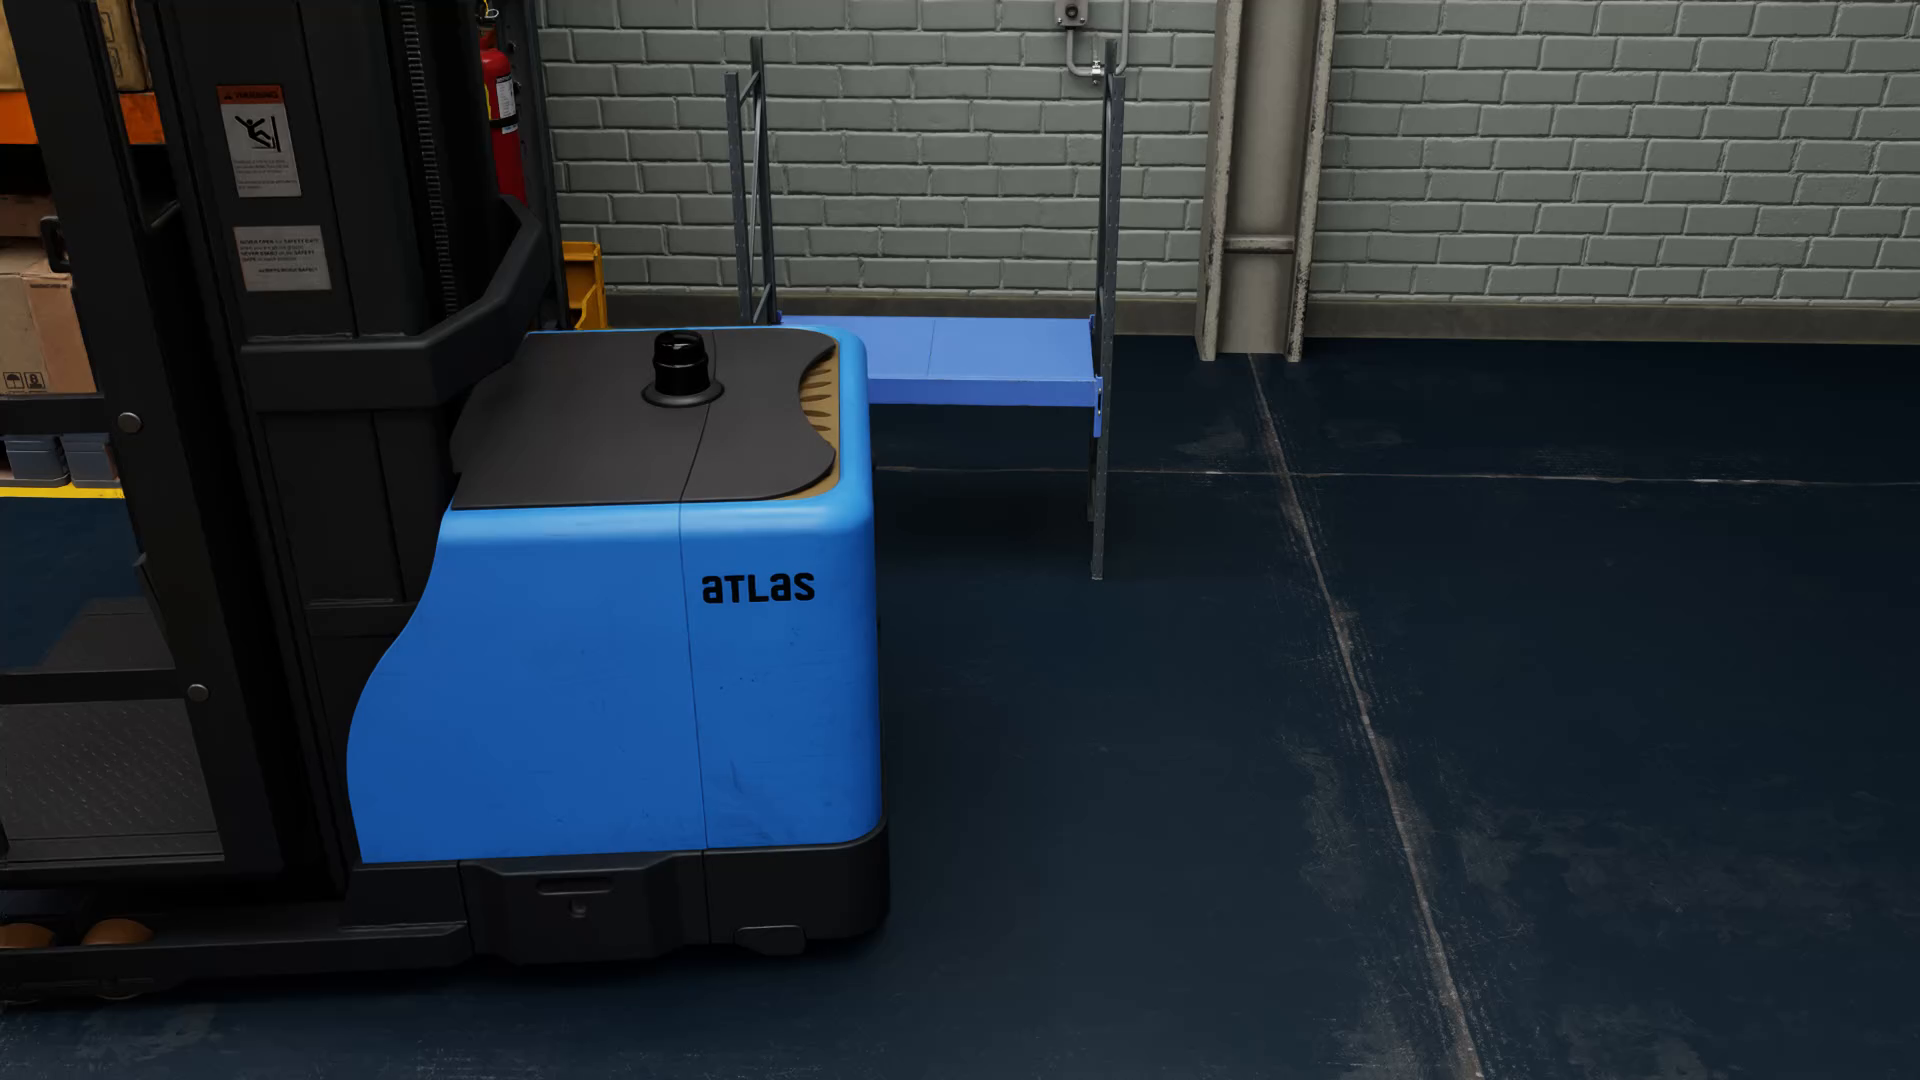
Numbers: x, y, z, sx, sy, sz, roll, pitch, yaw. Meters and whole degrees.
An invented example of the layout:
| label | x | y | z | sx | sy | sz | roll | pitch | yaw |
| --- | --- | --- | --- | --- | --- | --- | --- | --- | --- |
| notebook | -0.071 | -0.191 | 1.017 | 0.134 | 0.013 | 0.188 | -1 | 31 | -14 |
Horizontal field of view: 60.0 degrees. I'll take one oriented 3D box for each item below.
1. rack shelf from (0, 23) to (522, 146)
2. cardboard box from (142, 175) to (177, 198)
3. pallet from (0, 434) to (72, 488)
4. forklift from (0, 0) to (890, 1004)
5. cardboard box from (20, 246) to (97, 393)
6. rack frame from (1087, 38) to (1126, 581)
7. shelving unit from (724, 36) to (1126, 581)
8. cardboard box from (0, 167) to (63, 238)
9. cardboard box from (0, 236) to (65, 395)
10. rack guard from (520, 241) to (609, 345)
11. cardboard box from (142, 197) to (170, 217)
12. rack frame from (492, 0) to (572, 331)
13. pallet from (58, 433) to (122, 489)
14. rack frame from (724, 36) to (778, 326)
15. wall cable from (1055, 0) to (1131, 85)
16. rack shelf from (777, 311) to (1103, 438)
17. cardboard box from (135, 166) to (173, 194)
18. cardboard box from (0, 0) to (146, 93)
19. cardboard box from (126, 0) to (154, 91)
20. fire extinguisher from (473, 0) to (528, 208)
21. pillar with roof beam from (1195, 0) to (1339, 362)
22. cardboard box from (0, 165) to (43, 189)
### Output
| label | x | y | z | sx | sy | sz | roll | pitch | yaw |
| --- | --- | --- | --- | --- | --- | --- | --- | --- | --- |
| rack shelf | -3.569 | -1.461 | 5.571 | 4.000 | 0.370 | 1.077 | 1 | 28 | 2 |
| cardboard box | -2.647 | -1.177 | 5.796 | 0.250 | 0.149 | 0.380 | 1 | 28 | 2 |
| pallet | -3.588 | -0.511 | 5.989 | 1.213 | 0.211 | 1.003 | 1 | 28 | 2 |
| forklift | -1.691 | -0.592 | 3.237 | 3.031 | 2.935 | 1.130 | -2 | 28 | -3 |
| cardboard box | -2.773 | -0.800 | 5.776 | 0.500 | 0.500 | 0.700 | 1 | 28 | 2 |
| rack frame | 0.423 | -0.656 | 4.886 | 0.032 | 1.500 | 0.500 | 1 | 28 | 2 |
| shelving unit | -0.085 | -0.664 | 4.901 | 1.048 | 1.500 | 0.538 | 1 | 28 | 2 |
| cardboard box | -3.152 | -1.186 | 5.812 | 0.250 | 0.149 | 0.380 | 1 | 28 | 3 |
| cardboard box | -3.276 | -0.808 | 5.791 | 0.500 | 0.500 | 0.700 | 0 | 28 | 0 |
| rack guard | -1.546 | -0.641 | 5.925 | 0.348 | 0.500 | 1.175 | 1 | 28 | 2 |
| cardboard box | -2.663 | -0.999 | 5.459 | 0.250 | 0.149 | 0.380 | 2 | 28 | 3 |
| rack frame | -1.570 | -1.745 | 5.340 | 0.127 | 3.000 | 1.000 | 1 | 28 | 2 |
| pallet | -2.372 | -0.490 | 5.949 | 1.213 | 0.211 | 1.003 | 1 | 28 | 2 |
| rack frame | -0.593 | -0.672 | 4.917 | 0.032 | 1.500 | 0.500 | 1 | 28 | 2 |
| wall cable | -0.257 | -2.616 | 5.897 | 1.851 | 1.984 | 0.084 | 1 | 28 | 2 |
| rack shelf | -0.085 | -0.505 | 4.986 | 1.000 | 0.185 | 0.538 | 1 | 28 | 2 |
| cardboard box | -2.897 | -1.182 | 5.805 | 0.250 | 0.149 | 0.380 | 1 | 28 | 2 |
| cardboard box | -2.807 | -1.889 | 5.290 | 0.700 | 0.700 | 0.980 | 1 | 28 | 1 |
| cardboard box | -2.080 | -1.882 | 5.277 | 0.700 | 0.700 | 0.980 | 2 | 28 | 4 |
| fire extinguisher | -1.435 | -1.328 | 5.033 | 0.183 | 0.674 | 0.296 | 1 | 28 | 2 |
| pillar with roof beam | 1.007 | -2.741 | 0.813 | 0.400 | 9.000 | 9.100 | 1 | 28 | 2 |
| cardboard box | -3.408 | -1.190 | 5.819 | 0.250 | 0.149 | 0.380 | 1 | 28 | 2 |
